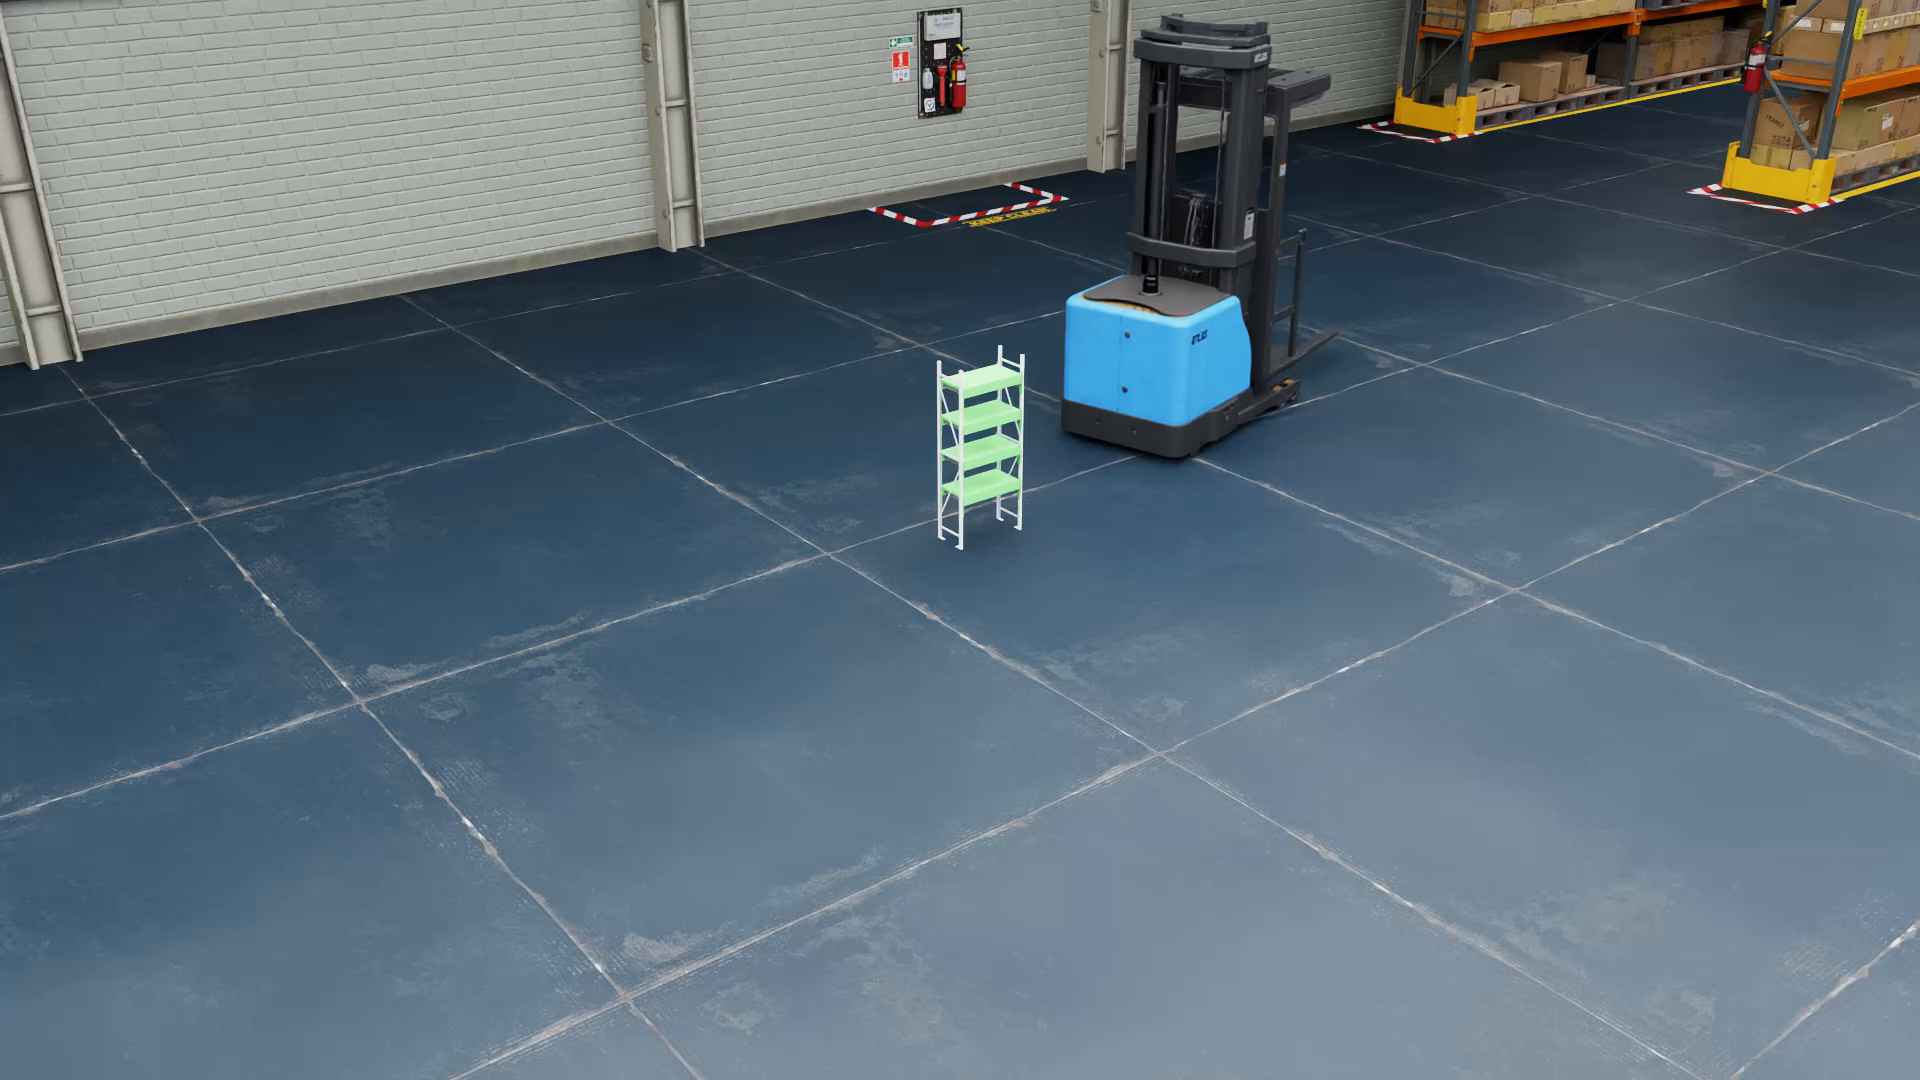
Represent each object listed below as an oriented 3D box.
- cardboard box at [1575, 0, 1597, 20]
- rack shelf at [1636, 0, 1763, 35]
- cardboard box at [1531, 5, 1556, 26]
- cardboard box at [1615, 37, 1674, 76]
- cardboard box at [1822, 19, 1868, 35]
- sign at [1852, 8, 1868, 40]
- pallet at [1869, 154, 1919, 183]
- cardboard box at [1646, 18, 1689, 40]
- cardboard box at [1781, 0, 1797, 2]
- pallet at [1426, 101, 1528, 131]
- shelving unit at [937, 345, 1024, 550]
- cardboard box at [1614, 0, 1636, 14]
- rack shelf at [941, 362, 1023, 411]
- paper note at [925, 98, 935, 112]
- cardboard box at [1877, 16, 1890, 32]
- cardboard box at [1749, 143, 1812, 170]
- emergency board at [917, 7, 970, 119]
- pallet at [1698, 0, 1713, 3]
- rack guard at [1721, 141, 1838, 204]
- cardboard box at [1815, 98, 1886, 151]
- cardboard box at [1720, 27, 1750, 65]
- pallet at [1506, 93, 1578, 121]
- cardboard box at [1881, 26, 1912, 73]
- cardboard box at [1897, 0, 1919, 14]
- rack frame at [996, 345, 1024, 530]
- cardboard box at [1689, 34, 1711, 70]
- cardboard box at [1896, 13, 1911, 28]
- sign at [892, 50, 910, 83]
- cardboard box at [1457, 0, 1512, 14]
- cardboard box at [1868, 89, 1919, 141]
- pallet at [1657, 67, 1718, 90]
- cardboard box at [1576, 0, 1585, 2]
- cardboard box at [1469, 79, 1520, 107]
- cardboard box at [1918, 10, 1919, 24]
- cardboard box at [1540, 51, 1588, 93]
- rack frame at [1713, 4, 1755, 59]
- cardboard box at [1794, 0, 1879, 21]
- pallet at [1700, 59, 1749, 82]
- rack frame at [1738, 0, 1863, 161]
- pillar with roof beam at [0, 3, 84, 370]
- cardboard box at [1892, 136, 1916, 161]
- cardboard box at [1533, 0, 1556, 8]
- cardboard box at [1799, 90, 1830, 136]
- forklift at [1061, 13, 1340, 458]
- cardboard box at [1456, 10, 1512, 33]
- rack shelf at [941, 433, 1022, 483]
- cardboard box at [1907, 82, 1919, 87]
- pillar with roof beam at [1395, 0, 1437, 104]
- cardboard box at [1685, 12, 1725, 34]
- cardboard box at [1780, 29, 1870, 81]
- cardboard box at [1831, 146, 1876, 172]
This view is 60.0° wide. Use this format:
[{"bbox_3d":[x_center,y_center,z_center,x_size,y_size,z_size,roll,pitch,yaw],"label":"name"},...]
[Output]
[{"bbox_3d":[8.693,-7.574,23.661,0.500,0.250,0.500,-18,31,-34],"label":"cardboard box"},{"bbox_3d":[11.236,-8.312,25.952,4.000,0.370,1.077,-18,31,-34],"label":"rack shelf"},{"bbox_3d":[7.899,-7.312,23.097,0.500,0.250,0.500,-19,31,-35],"label":"cardboard box"},{"bbox_3d":[10.607,-7.532,25.863,0.500,0.500,0.700,-19,31,-35],"label":"cardboard box"},{"bbox_3d":[10.016,-5.810,18.816,0.250,0.149,0.380,-19,31,-34],"label":"cardboard box"},{"bbox_3d":[9.912,-5.683,18.310,0.005,0.325,0.100,-18,31,-34],"label":"sign"},{"bbox_3d":[11.109,-4.703,20.632,1.213,0.211,1.003,-18,31,-34],"label":"pallet"},{"bbox_3d":[10.983,-7.973,25.923,0.500,0.250,0.500,-19,31,-35],"label":"cardboard box"},{"bbox_3d":[14.163,-8.746,28.087,0.750,0.750,0.750,-18,31,-34],"label":"cardboard box"},{"bbox_3d":[7.235,-6.034,23.501,1.213,0.211,1.003,-18,31,-34],"label":"pallet"},{"bbox_3d":[0.130,-0.587,10.590,0.503,1.200,0.258,-18,31,-34],"label":"shelving unit"},{"bbox_3d":[9.476,-7.837,24.227,0.500,0.250,0.500,-18,30,-34],"label":"cardboard box"},{"bbox_3d":[0.130,-0.965,10.415,0.480,0.148,0.258,-18,31,-34],"label":"rack shelf"},{"bbox_3d":[-0.340,-4.938,18.872,0.142,0.148,0.016,-18,31,-34],"label":"paper note"},{"bbox_3d":[10.419,-5.944,19.105,0.250,0.149,0.380,-18,30,-34],"label":"cardboard box"},{"bbox_3d":[9.814,-4.620,19.910,0.500,0.250,0.500,-18,31,-34],"label":"cardboard box"},{"bbox_3d":[-0.158,-5.360,18.737,0.643,1.169,0.194,-18,31,-34],"label":"emergency board"},{"bbox_3d":[11.277,-8.543,25.823,1.213,0.211,1.003,-18,31,-34],"label":"pallet"},{"bbox_3d":[9.555,-4.300,19.421,0.348,0.500,1.175,-18,31,-34],"label":"rack guard"},{"bbox_3d":[10.526,-4.919,19.663,0.500,0.500,0.500,-18,31,-34],"label":"cardboard box"},{"bbox_3d":[12.275,-8.019,26.913,0.500,0.500,0.700,-18,30,-33],"label":"cardboard box"},{"bbox_3d":[8.195,-6.349,24.180,1.213,0.211,1.003,-18,31,-34],"label":"pallet"},{"bbox_3d":[10.754,-5.867,19.710,0.500,0.500,0.700,-18,30,-34],"label":"cardboard box"},{"bbox_3d":[10.798,-6.474,19.477,0.500,0.500,0.700,-18,30,-34],"label":"cardboard box"},{"bbox_3d":[0.322,-0.651,10.727,0.015,1.200,0.240,-18,31,-34],"label":"rack frame"},{"bbox_3d":[11.425,-7.786,26.409,0.500,0.500,0.700,-18,31,-34],"label":"cardboard box"},{"bbox_3d":[10.827,-6.079,19.395,0.250,0.149,0.380,-19,31,-36],"label":"cardboard box"},{"bbox_3d":[-0.657,-5.267,18.493,0.234,0.329,0.001,-18,31,-34],"label":"sign"},{"bbox_3d":[7.076,-7.386,22.364,0.500,0.500,0.500,-18,31,-34],"label":"cardboard box"},{"bbox_3d":[11.315,-5.178,20.220,0.500,0.500,0.500,-18,31,-34],"label":"cardboard box"},{"bbox_3d":[11.235,-7.375,26.391,1.213,0.211,1.003,-18,31,-34],"label":"pallet"},{"bbox_3d":[8.689,-7.916,23.507,0.500,0.500,0.500,-19,31,-35],"label":"cardboard box"},{"bbox_3d":[7.563,-6.358,23.557,0.500,0.311,0.500,-15,29,-30],"label":"cardboard box"},{"bbox_3d":[11.226,-6.209,19.676,0.250,0.149,0.380,-18,30,-34],"label":"cardboard box"},{"bbox_3d":[8.870,-6.902,24.505,0.500,0.500,0.500,-21,32,-38],"label":"cardboard box"},{"bbox_3d":[12.810,-9.158,26.920,0.127,3.000,1.000,-18,31,-34],"label":"rack frame"},{"bbox_3d":[9.991,-6.204,18.896,0.500,0.500,0.700,-18,30,-34],"label":"cardboard box"},{"bbox_3d":[12.194,-7.691,27.070,1.213,0.211,1.003,-18,31,-34],"label":"pallet"},{"bbox_3d":[9.574,-5.440,18.908,0.127,3.000,1.000,-18,31,-34],"label":"rack frame"},{"bbox_3d":[-4.977,-4.168,9.040,0.400,9.000,9.100,-18,31,-34],"label":"pillar with roof beam"},{"bbox_3d":[11.315,-4.838,20.378,0.500,0.250,0.500,-18,31,-34],"label":"cardboard box"},{"bbox_3d":[7.881,-7.643,22.918,0.500,0.500,0.500,-19,31,-36],"label":"cardboard box"},{"bbox_3d":[10.590,-5.226,20.323,0.500,0.500,0.500,-18,31,-34],"label":"cardboard box"},{"bbox_3d":[2.035,-2.475,12.601,1.130,2.935,3.031,17,30,33],"label":"forklift"},{"bbox_3d":[7.094,-7.043,22.516,0.500,0.250,0.500,-19,31,-35],"label":"cardboard box"},{"bbox_3d":[0.130,-0.529,10.617,0.480,0.148,0.258,-18,31,-34],"label":"rack shelf"},{"bbox_3d":[12.091,-5.443,20.792,0.500,0.500,0.500,-18,31,-34],"label":"cardboard box"},{"bbox_3d":[9.188,-8.843,19.115,0.400,9.000,9.100,-18,31,-34],"label":"pillar with roof beam"},{"bbox_3d":[11.788,-8.232,26.481,0.500,0.250,0.500,-18,30,-33],"label":"cardboard box"},{"bbox_3d":[9.949,-5.602,19.139,0.500,0.500,0.700,-18,31,-34],"label":"cardboard box"},{"bbox_3d":[10.525,-4.580,19.822,0.500,0.250,0.500,-18,31,-34],"label":"cardboard box"}]
